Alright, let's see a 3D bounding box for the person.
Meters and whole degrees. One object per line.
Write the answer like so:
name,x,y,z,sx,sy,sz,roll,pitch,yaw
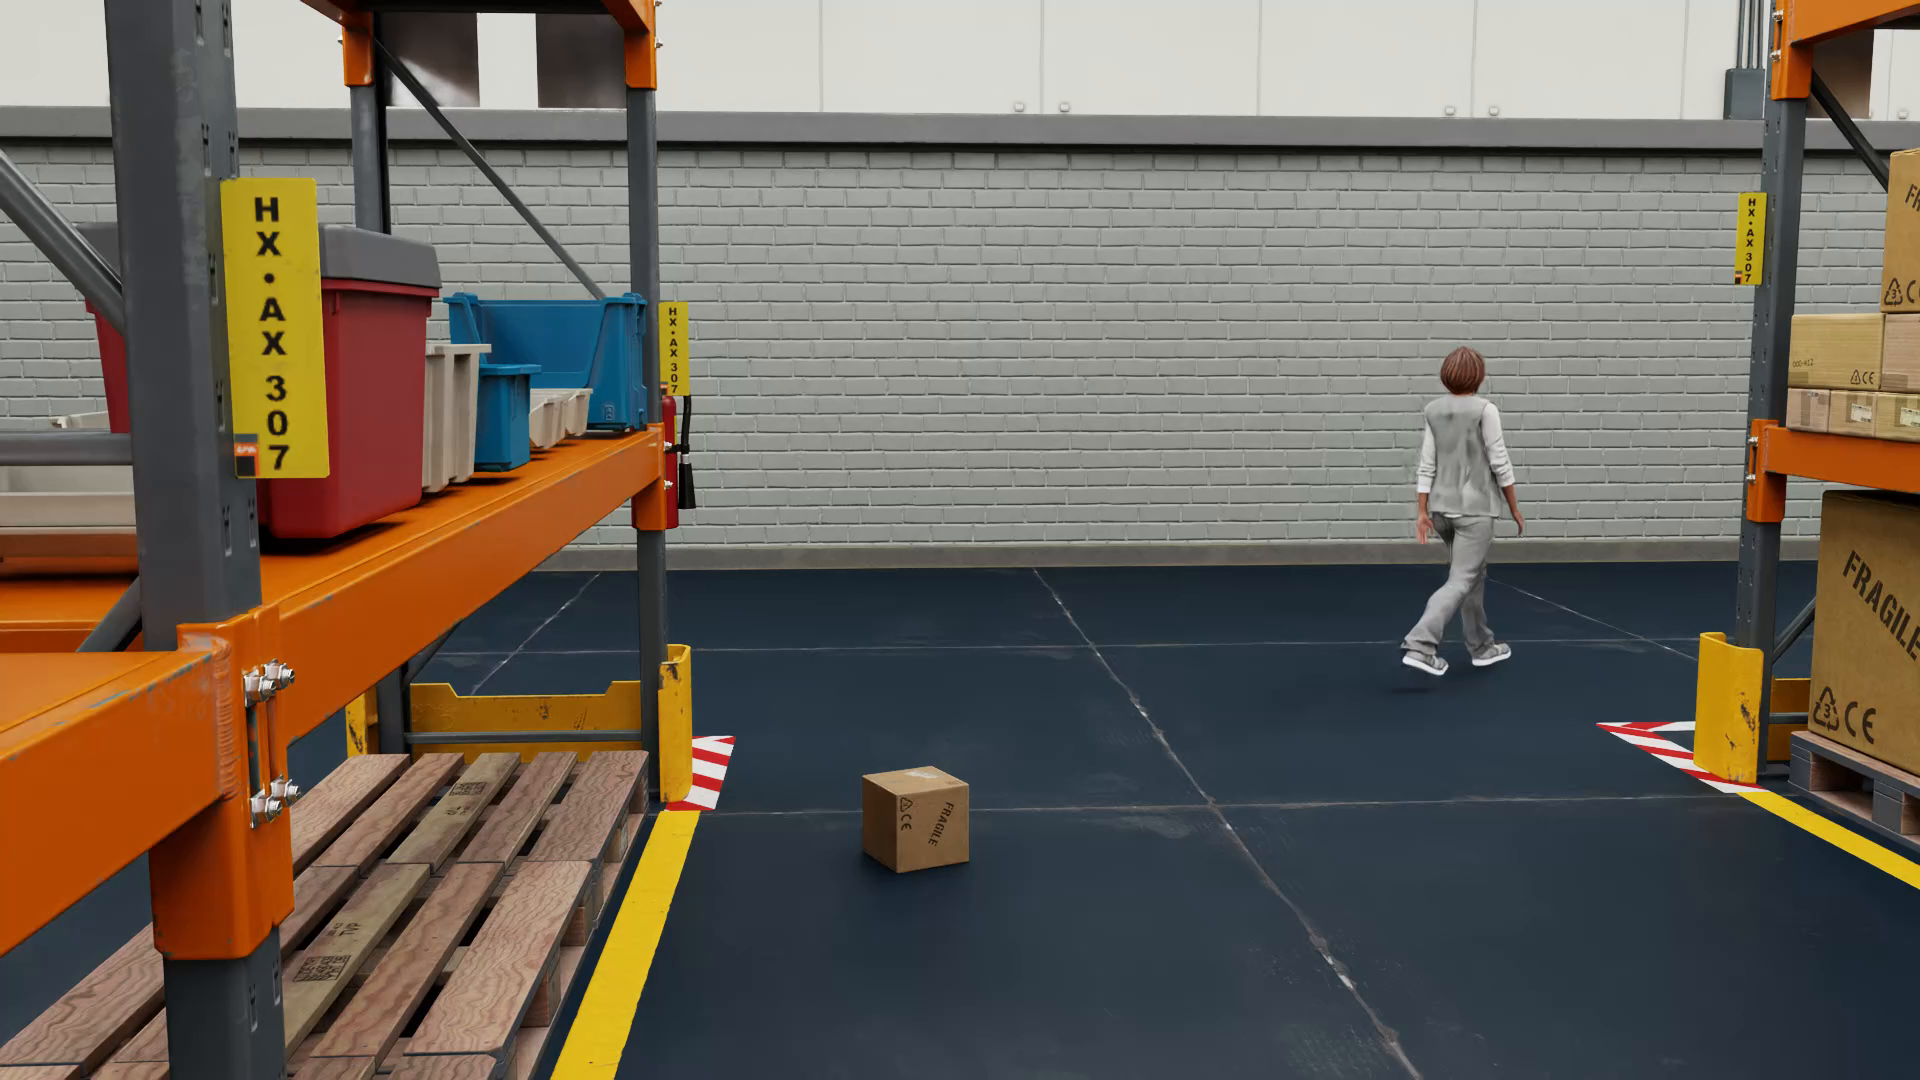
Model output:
person,2.388,-0.133,7.819,0.936,1.544,0.416,-5,9,-35
